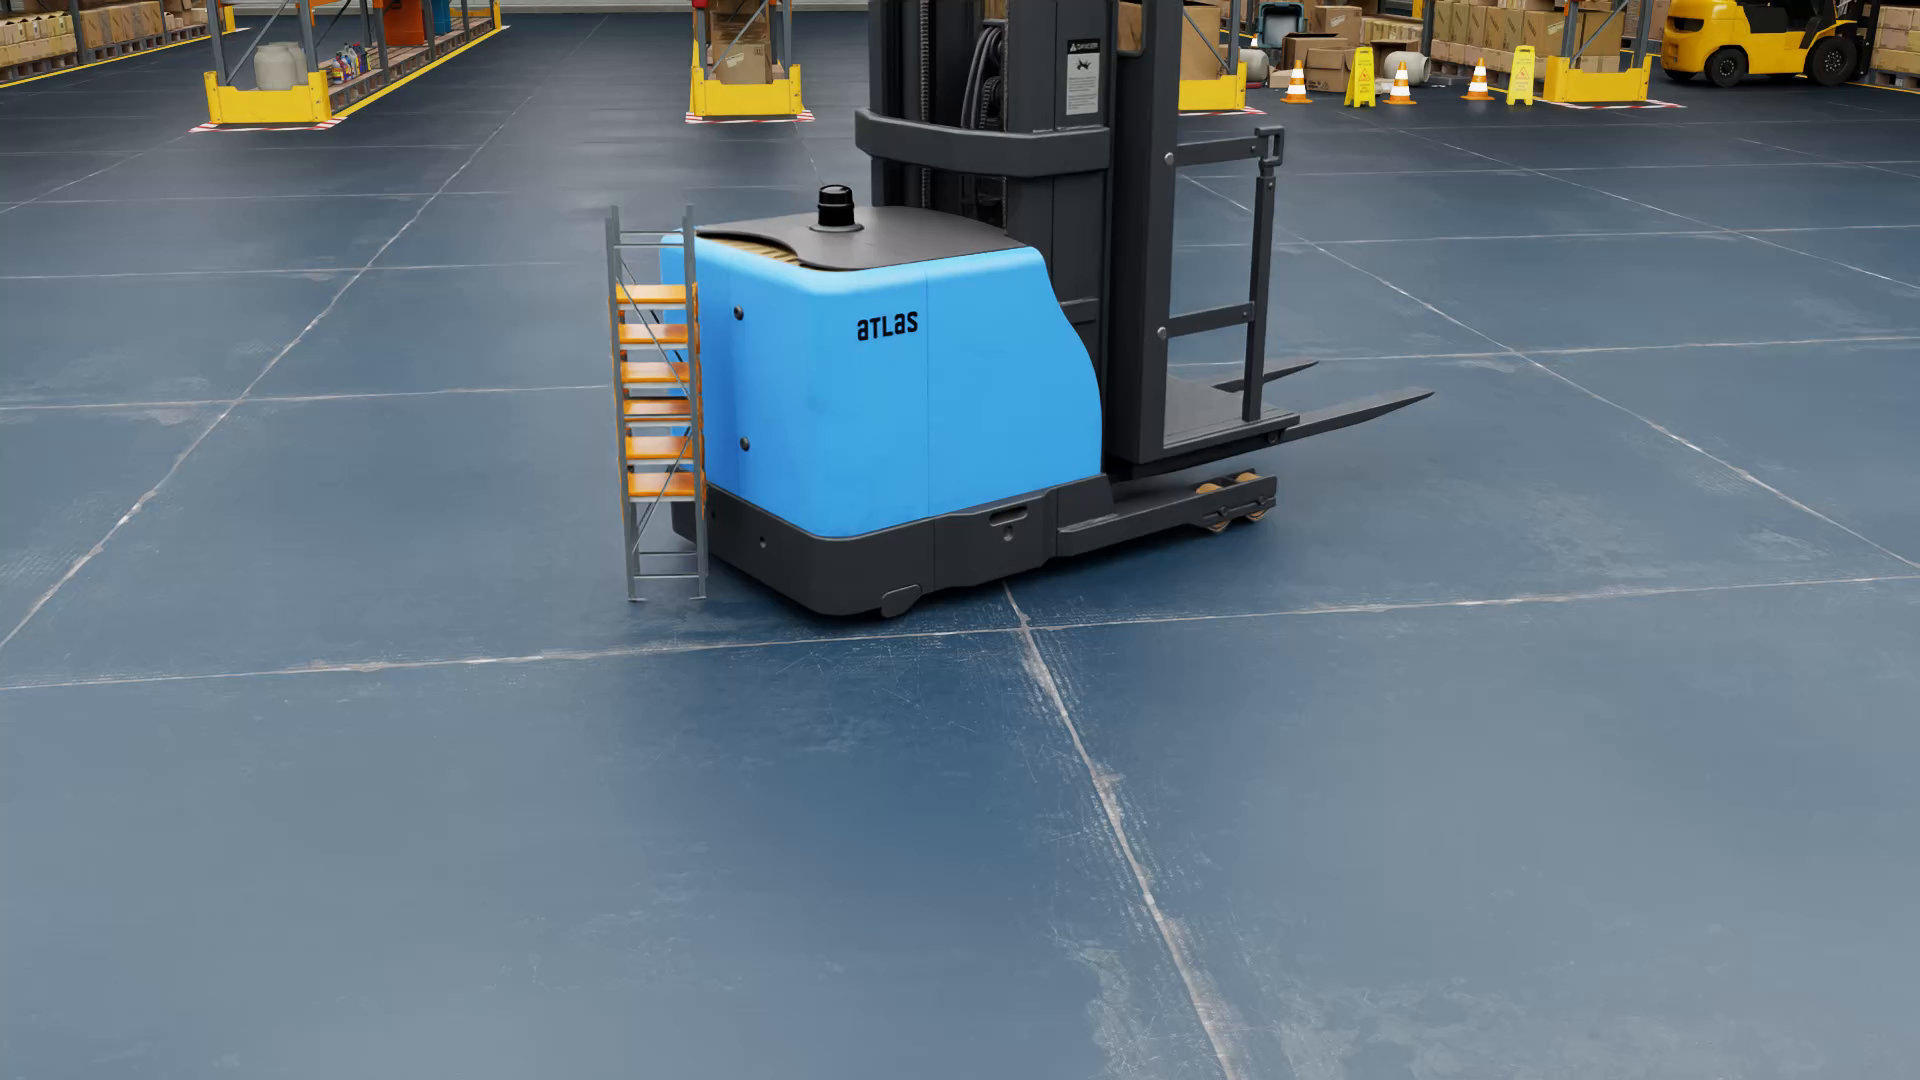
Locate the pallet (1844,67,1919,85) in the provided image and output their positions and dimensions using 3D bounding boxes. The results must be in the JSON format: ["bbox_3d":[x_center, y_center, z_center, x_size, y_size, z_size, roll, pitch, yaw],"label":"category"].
[{"bbox_3d":[12.075,-6.196,22.004,1.003,0.211,1.213,-3,21,-8],"label":"pallet"}]

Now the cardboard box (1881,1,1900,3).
[{"bbox_3d":[12.233,-7.069,22.256,0.500,0.250,0.500,-3,21,-7],"label":"cardboard box"}]

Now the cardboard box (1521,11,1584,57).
[{"bbox_3d":[7.115,-6.091,19.994,0.500,0.500,0.500,-3,21,-7],"label":"cardboard box"}]

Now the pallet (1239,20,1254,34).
[{"bbox_3d":[5.726,-9.682,31.338,1.003,0.211,1.213,-3,21,-8],"label":"pallet"}]

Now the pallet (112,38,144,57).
[{"bbox_3d":[-13.518,-7.714,26.068,1.003,0.211,1.213,-3,21,-8],"label":"pallet"}]

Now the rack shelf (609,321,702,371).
[{"bbox_3d":[-0.911,-0.584,4.996,0.258,0.103,0.180,-1,22,-5],"label":"rack shelf"}]

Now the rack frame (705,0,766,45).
[{"bbox_3d":[-3.471,-8.837,25.088,1.000,3.000,0.127,-3,21,-8],"label":"rack frame"}]

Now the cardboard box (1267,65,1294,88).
[{"bbox_3d":[4.098,-5.884,21.090,0.396,0.266,0.258,1,20,2],"label":"cardboard box"}]

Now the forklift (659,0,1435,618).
[{"bbox_3d":[0.506,-1.534,5.634,3.031,2.935,1.130,-15,25,-35],"label":"forklift"}]

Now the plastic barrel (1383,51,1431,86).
[{"bbox_3d":[5.692,-5.998,21.171,0.512,0.421,0.421,12,24,30],"label":"plastic barrel"}]

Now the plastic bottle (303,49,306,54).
[{"bbox_3d":[-7.948,-5.874,20.313,0.144,0.351,0.185,-3,21,-8],"label":"plastic bottle"}]

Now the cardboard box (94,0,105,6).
[{"bbox_3d":[-13.879,-8.584,26.283,0.500,0.250,0.500,-3,21,-8],"label":"cardboard box"}]

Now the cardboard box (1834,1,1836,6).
[{"bbox_3d":[11.729,-7.048,22.199,0.500,0.250,0.500,-2,21,-6],"label":"cardboard box"}]

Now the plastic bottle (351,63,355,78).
[{"bbox_3d":[-7.280,-5.614,19.832,0.097,0.201,0.097,0,20,0],"label":"plastic bottle"}]

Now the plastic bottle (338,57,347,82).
[{"bbox_3d":[-7.187,-5.473,19.337,0.061,0.283,0.133,-3,21,-7],"label":"plastic bottle"}]

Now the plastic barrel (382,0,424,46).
[{"bbox_3d":[-8.460,-7.935,25.177,0.600,0.830,0.708,-3,21,-8],"label":"plastic barrel"}]

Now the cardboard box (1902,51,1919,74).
[{"bbox_3d":[12.019,-5.874,20.485,0.500,0.250,0.500,-3,21,-7],"label":"cardboard box"}]

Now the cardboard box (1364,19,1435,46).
[{"bbox_3d":[6.625,-7.588,24.901,0.950,0.372,0.625,-2,21,-6],"label":"cardboard box"}]

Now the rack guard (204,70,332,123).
[{"bbox_3d":[-7.277,-4.670,17.505,1.175,0.500,0.348,-3,21,-8],"label":"rack guard"}]

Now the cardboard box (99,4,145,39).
[{"bbox_3d":[-13.362,-8.257,26.479,0.500,0.500,0.500,-3,21,-7],"label":"cardboard box"}]

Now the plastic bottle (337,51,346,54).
[{"bbox_3d":[-7.533,-5.841,20.332,0.152,0.276,0.135,-3,21,-8],"label":"plastic bottle"}]

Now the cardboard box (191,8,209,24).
[{"bbox_3d":[-13.999,-9.520,30.219,0.500,0.250,0.500,-3,21,-8],"label":"cardboard box"}]

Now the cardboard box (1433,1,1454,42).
[{"bbox_3d":[6.729,-6.993,22.411,0.500,0.500,0.500,-2,21,-5],"label":"cardboard box"}]

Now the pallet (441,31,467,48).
[{"bbox_3d":[-8.879,-8.396,27.894,1.003,0.211,1.213,-3,21,-8],"label":"pallet"}]

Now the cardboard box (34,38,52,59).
[{"bbox_3d":[-12.810,-6.724,22.763,0.500,0.250,0.500,-2,21,-7],"label":"cardboard box"}]

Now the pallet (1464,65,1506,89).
[{"bbox_3d":[7.223,-5.991,21.455,1.003,0.211,1.213,-3,21,-8],"label":"pallet"}]

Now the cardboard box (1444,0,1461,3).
[{"bbox_3d":[6.688,-7.251,22.174,0.380,0.149,0.250,-3,21,-7],"label":"cardboard box"}]

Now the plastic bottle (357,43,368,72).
[{"bbox_3d":[-7.418,-5.959,20.540,0.144,0.351,0.185,-3,21,-9],"label":"plastic bottle"}]

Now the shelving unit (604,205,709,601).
[{"bbox_3d":[-0.914,-0.403,5.068,0.258,1.200,0.189,-1,22,-5],"label":"shelving unit"}]

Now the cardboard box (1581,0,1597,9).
[{"bbox_3d":[10.911,-8.923,28.292,0.500,0.500,0.500,-3,21,-9],"label":"cardboard box"}]

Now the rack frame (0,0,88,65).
[{"bbox_3d":[-13.275,-8.338,23.754,1.000,3.000,0.127,-3,21,-8],"label":"rack frame"}]

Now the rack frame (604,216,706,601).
[{"bbox_3d":[-0.906,-0.369,4.984,0.240,1.200,0.006,-1,22,-5],"label":"rack frame"}]

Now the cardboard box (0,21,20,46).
[{"bbox_3d":[-12.654,-6.633,21.717,0.500,0.311,0.500,-4,21,-10],"label":"cardboard box"}]

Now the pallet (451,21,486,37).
[{"bbox_3d":[-9.273,-9.341,30.425,1.003,0.211,1.213,-3,21,-8],"label":"pallet"}]

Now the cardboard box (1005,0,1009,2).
[{"bbox_3d":[1.010,-8.827,26.962,0.500,0.250,0.500,-3,21,-7],"label":"cardboard box"}]

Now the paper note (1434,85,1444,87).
[{"bbox_3d":[6.090,-5.780,21.148,0.142,0.019,0.148,-11,23,-26],"label":"paper note"}]

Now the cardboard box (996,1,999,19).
[{"bbox_3d":[0.885,-8.829,28.041,0.500,0.500,0.500,-3,21,-7],"label":"cardboard box"}]

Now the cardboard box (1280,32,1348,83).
[{"bbox_3d":[4.587,-6.264,21.576,0.797,0.637,0.503,-3,21,-8],"label":"cardboard box"}]

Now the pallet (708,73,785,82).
[{"bbox_3d":[-2.584,-5.491,20.117,1.003,0.211,1.213,-3,21,-8],"label":"pallet"}]

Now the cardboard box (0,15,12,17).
[{"bbox_3d":[-13.406,-7.132,23.052,0.500,0.311,0.500,-3,21,-9],"label":"cardboard box"}]

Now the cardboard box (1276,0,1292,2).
[{"bbox_3d":[6.065,-9.400,29.032,0.875,0.875,0.875,-2,21,-6],"label":"cardboard box"}]

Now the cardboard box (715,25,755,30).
[{"bbox_3d":[-2.877,-6.337,21.368,0.500,0.500,0.500,-4,21,-9],"label":"cardboard box"}]

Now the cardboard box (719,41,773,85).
[{"bbox_3d":[-2.392,-5.309,18.617,0.500,0.500,0.500,1,20,2],"label":"cardboard box"}]

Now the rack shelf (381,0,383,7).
[{"bbox_3d":[-8.084,-7.557,22.691,1.077,0.370,4.000,-3,21,-8],"label":"rack shelf"}]

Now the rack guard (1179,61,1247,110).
[{"bbox_3d":[2.608,-5.103,18.663,1.175,0.500,0.348,-3,21,-8],"label":"rack guard"}]

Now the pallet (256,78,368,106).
[{"bbox_3d":[-7.561,-5.238,19.438,1.003,0.211,1.213,-3,21,-8],"label":"pallet"}]

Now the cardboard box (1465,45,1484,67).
[{"bbox_3d":[6.897,-6.274,21.558,0.500,0.250,0.500,-3,21,-8],"label":"cardboard box"}]

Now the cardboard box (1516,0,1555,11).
[{"bbox_3d":[6.995,-6.518,20.212,0.380,0.149,0.250,-2,21,-6],"label":"cardboard box"}]

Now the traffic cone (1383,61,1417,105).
[{"bbox_3d":[5.100,-5.288,19.214,0.336,0.463,0.334,-3,21,-8],"label":"traffic cone"}]

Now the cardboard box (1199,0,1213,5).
[{"bbox_3d":[5.376,-10.879,33.619,0.875,0.438,0.875,-4,21,-10],"label":"cardboard box"}]

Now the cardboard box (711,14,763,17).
[{"bbox_3d":[-3.174,-7.253,23.793,0.700,0.500,0.500,-1,21,-3],"label":"cardboard box"}]

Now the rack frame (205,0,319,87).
[{"bbox_3d":[-7.220,-5.817,17.003,1.000,3.000,0.127,-3,21,-8],"label":"rack frame"}]
